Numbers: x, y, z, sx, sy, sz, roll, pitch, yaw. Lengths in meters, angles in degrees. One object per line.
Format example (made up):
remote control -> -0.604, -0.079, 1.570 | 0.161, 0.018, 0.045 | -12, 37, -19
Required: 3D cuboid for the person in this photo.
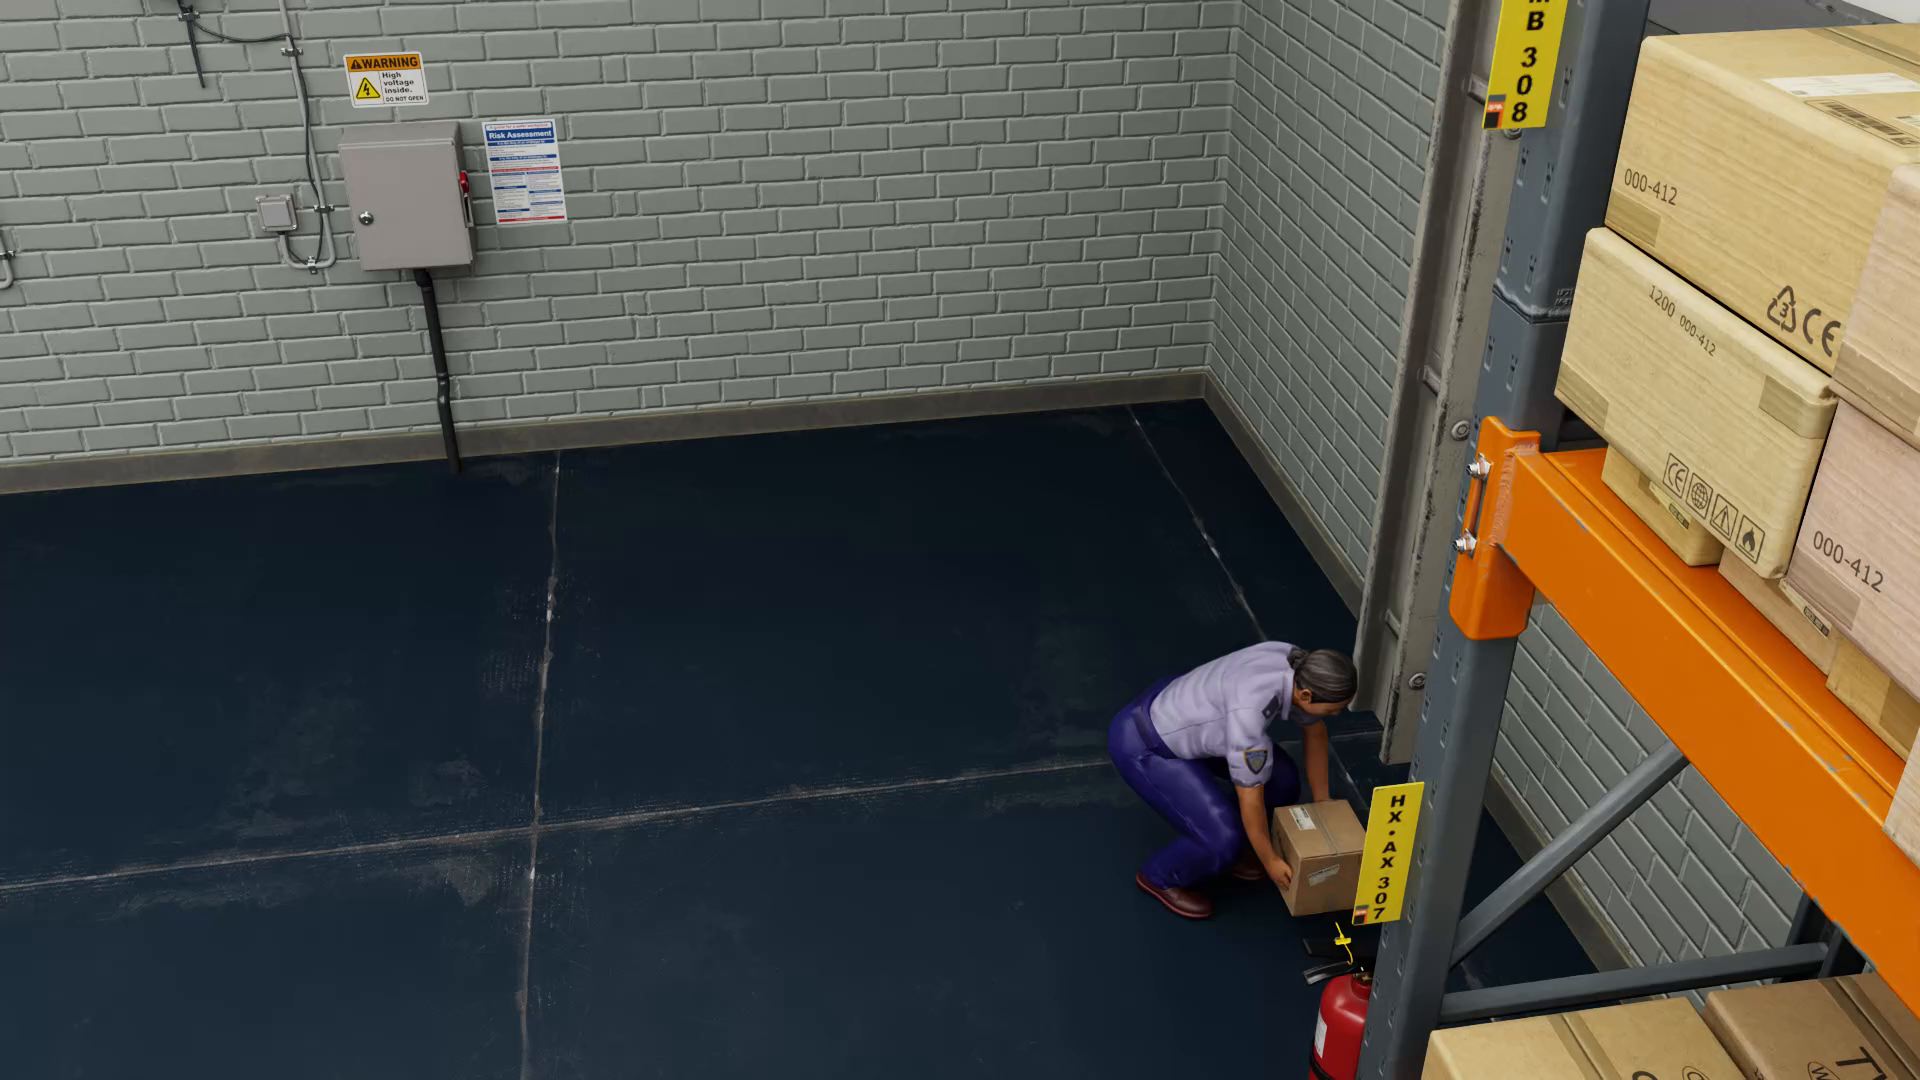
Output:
person -> 0.891, 0.726, 5.495 | 0.772, 1.077, 0.533 | 22, 38, 33
